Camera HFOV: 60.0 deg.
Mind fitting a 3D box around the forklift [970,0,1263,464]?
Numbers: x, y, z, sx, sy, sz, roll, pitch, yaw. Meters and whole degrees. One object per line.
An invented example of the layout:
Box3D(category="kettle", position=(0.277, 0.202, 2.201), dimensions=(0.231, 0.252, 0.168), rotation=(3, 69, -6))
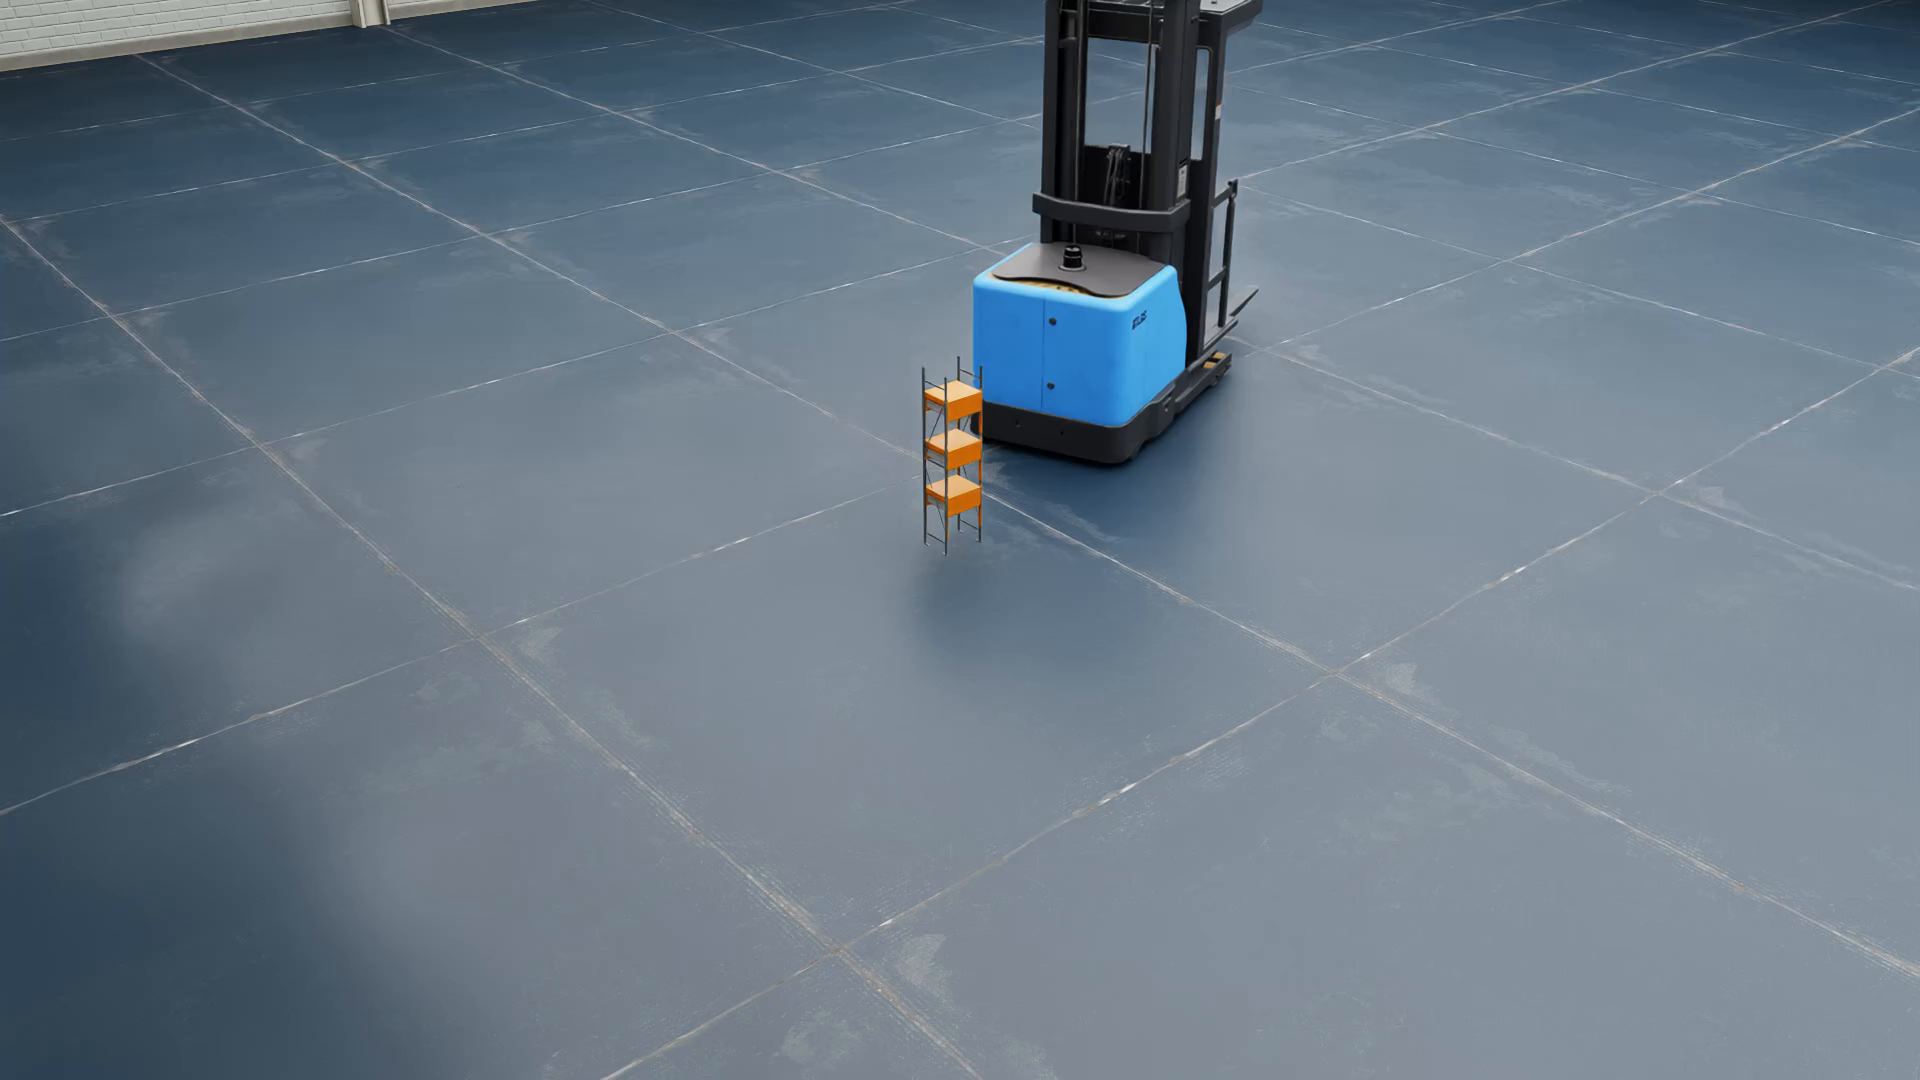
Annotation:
Box3D(category="forklift", position=(1.199, -2.414, 10.657), dimensions=(1.130, 2.935, 3.031), rotation=(14, 31, 24))

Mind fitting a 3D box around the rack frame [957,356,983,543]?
Box3D(category="rack frame", position=(0.052, -0.484, 9.042), dimensions=(0.008, 1.050, 0.200), rotation=(-22, 35, -35))

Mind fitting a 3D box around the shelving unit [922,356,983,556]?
Box3D(category="shelving unit", position=(-0.041, -0.447, 8.972), dimensions=(0.252, 1.050, 0.215), rotation=(-22, 35, -35))

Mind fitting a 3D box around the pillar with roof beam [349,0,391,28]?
Box3D(category="pillar with roof beam", position=(-5.004, -9.263, 17.036), dimensions=(0.400, 9.000, 9.100), rotation=(-22, 35, -35))

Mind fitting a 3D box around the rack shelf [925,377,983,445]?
Box3D(category="rack shelf", position=(-0.041, -0.688, 8.843), dimensions=(0.240, 0.259, 0.215), rotation=(-22, 35, -35))

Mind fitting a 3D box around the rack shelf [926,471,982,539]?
Box3D(category="rack shelf", position=(-0.041, -0.192, 9.108), dimensions=(0.240, 0.259, 0.215), rotation=(-22, 35, -35))

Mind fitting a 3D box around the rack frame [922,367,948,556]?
Box3D(category="rack frame", position=(-0.134, -0.409, 8.902), dimensions=(0.008, 1.050, 0.200), rotation=(-22, 35, -35))

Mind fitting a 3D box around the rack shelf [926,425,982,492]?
Box3D(category="rack shelf", position=(-0.041, -0.437, 8.977), dimensions=(0.240, 0.259, 0.215), rotation=(-22, 35, -35))
